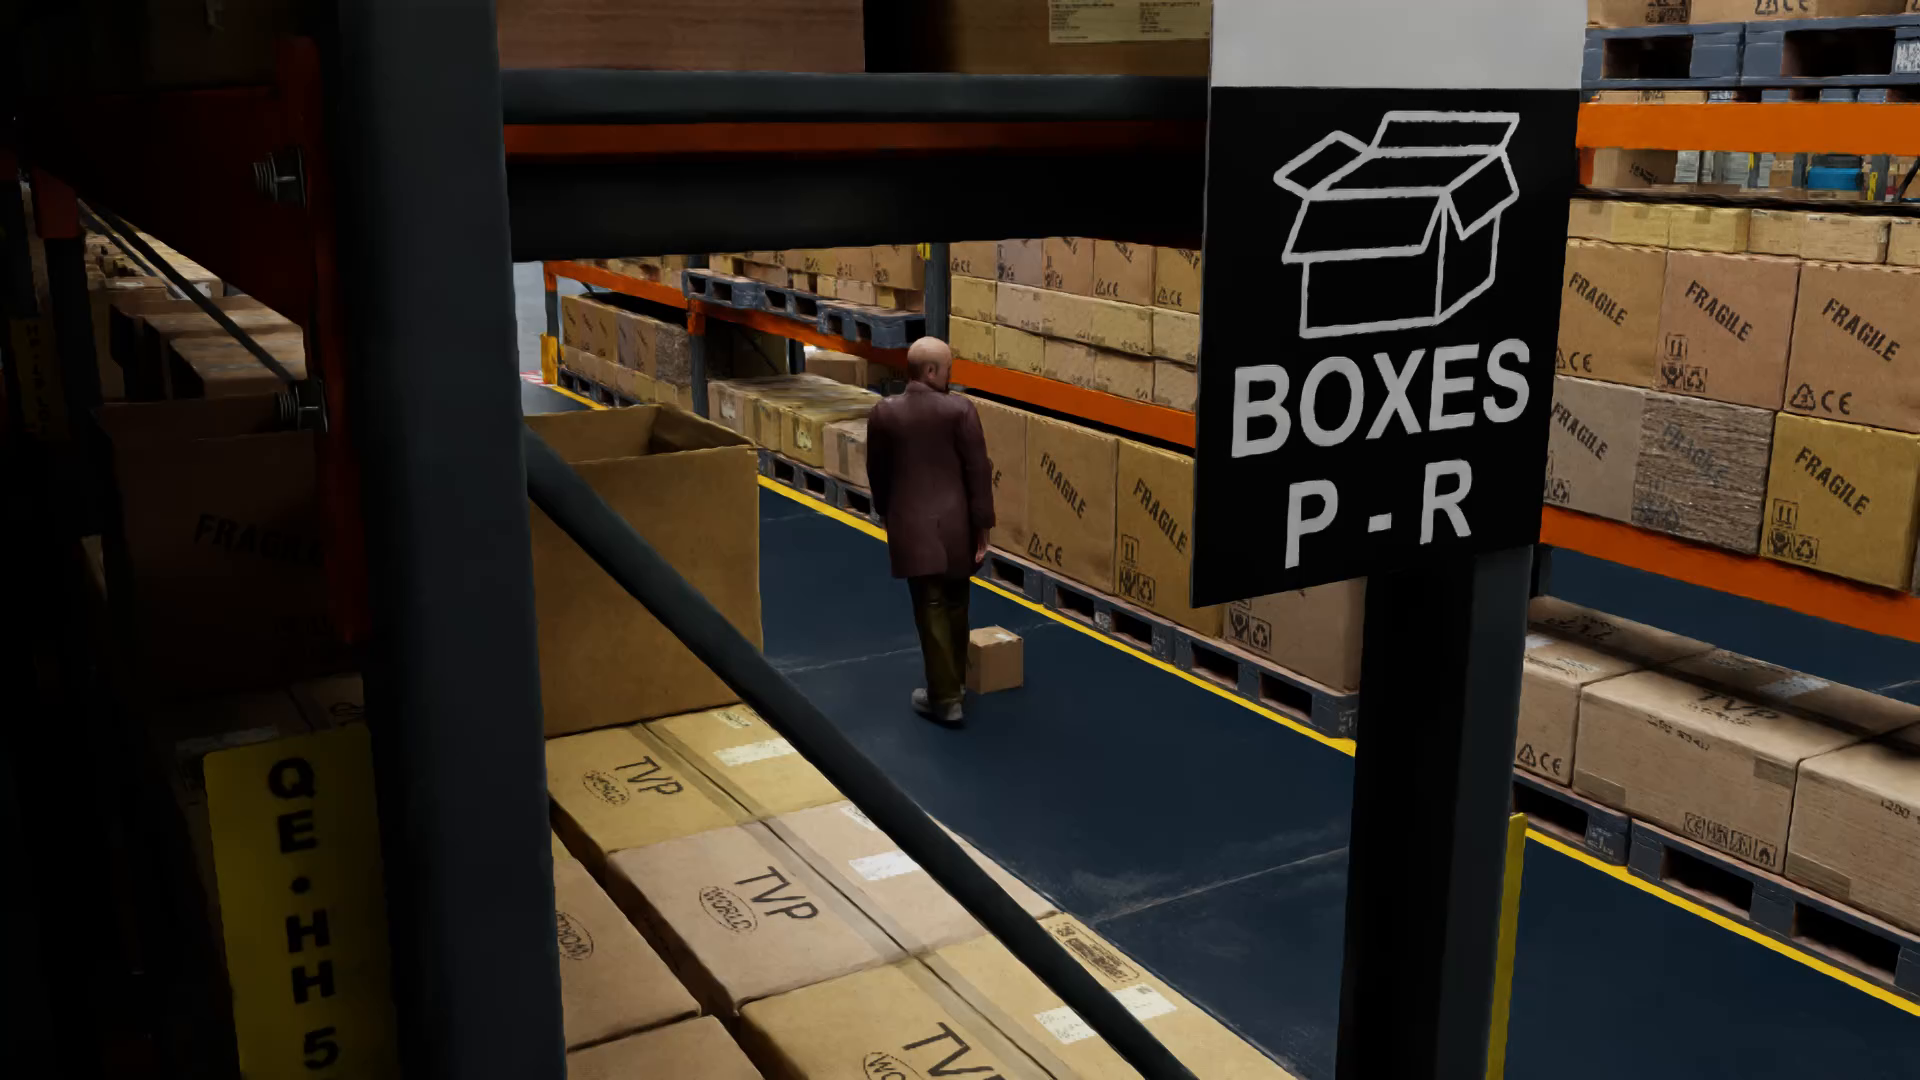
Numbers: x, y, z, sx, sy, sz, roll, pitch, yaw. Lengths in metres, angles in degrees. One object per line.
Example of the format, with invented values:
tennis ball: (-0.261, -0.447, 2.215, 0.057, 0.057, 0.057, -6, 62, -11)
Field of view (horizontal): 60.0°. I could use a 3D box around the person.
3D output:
person: (-0.143, -0.046, 7.776, 0.569, 1.818, 0.698, -2, 15, -8)
